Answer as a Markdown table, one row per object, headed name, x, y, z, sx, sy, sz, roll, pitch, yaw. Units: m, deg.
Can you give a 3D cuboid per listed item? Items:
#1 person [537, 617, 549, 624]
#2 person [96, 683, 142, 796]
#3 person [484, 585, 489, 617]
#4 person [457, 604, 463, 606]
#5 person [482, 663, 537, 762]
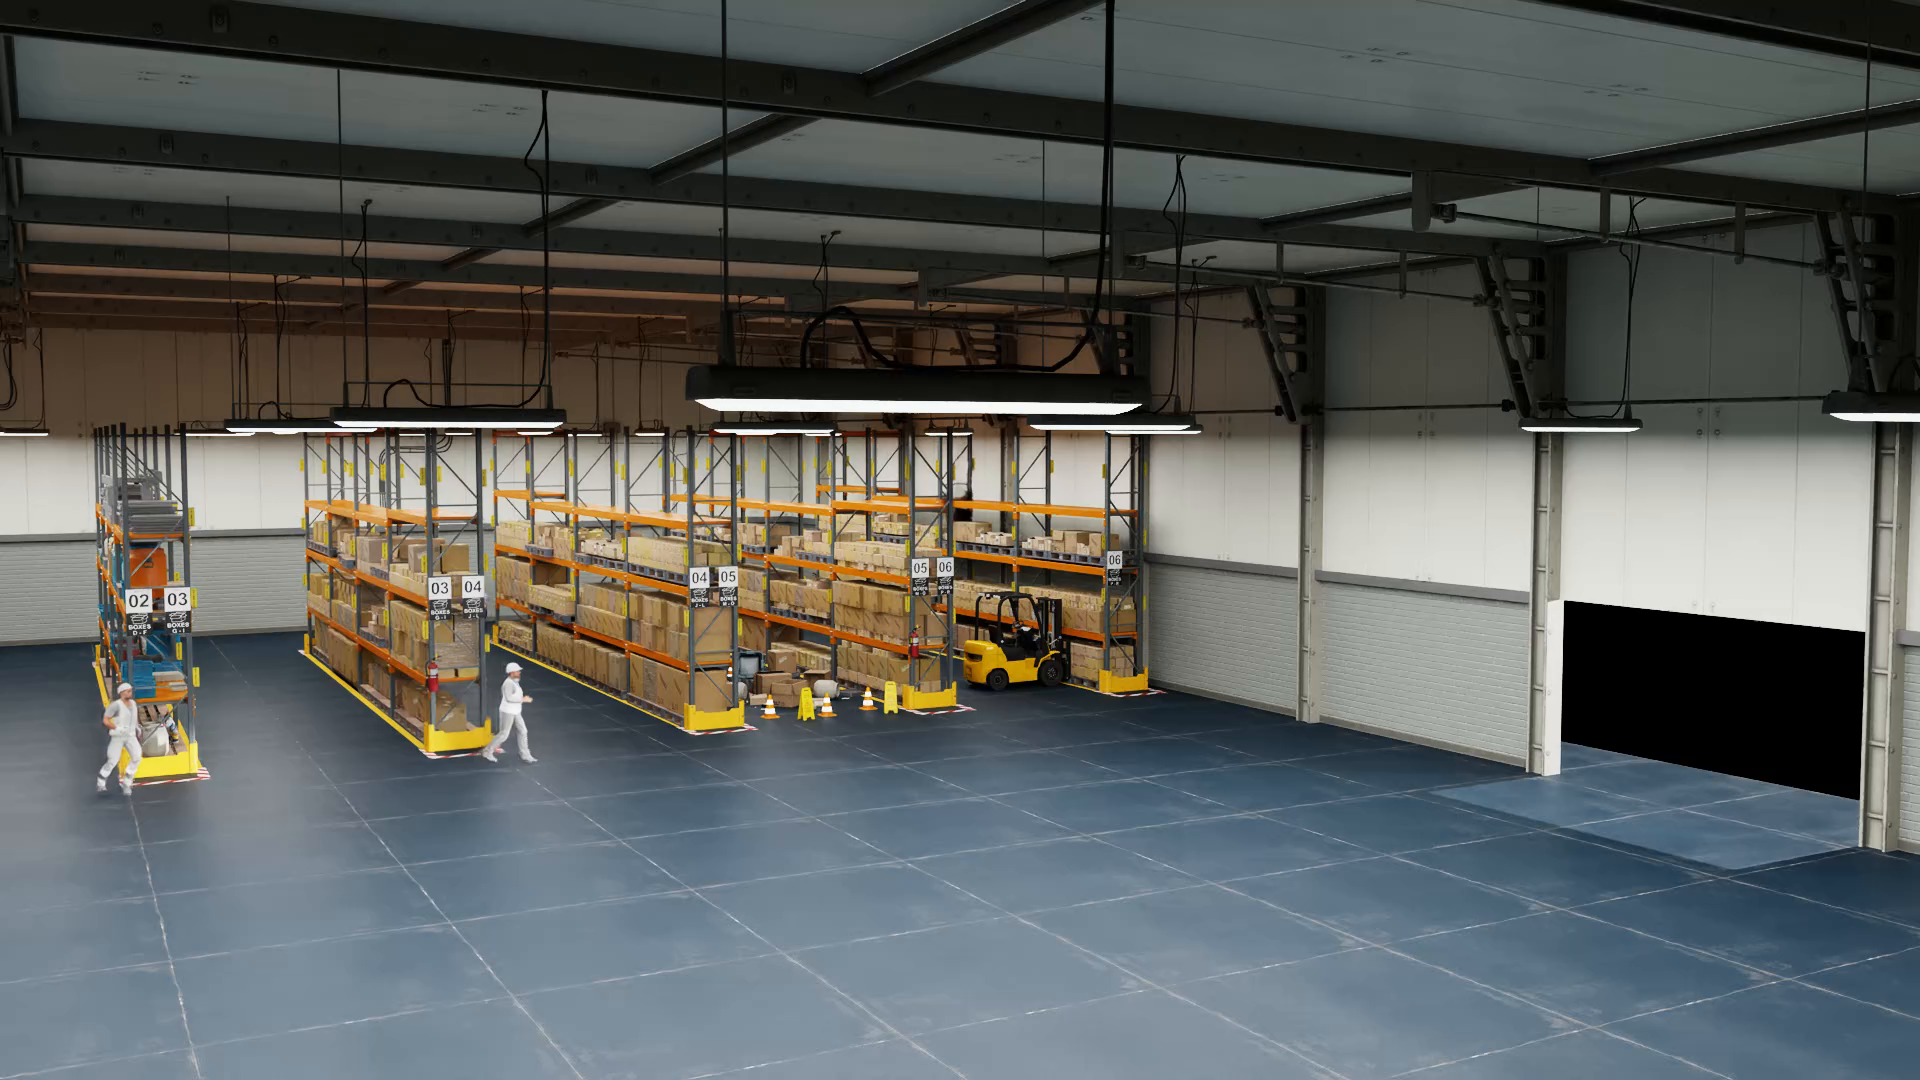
| name | x | y | z | sx | sy | sz | roll | pitch | yaw |
| --- | --- | --- | --- | --- | --- | --- | --- | --- | --- |
| person | -12.209 | 1.990 | 48.438 | 0.502 | 1.674 | 0.601 | 2 | 4 | 30 |
| person | -13.554 | 3.217 | 26.946 | 0.692 | 1.795 | 0.722 | 2 | 4 | 27 |
| person | -13.728 | 2.054 | 47.381 | 0.607 | 1.581 | 0.600 | 2 | 4 | 28 |
| person | -13.932 | 2.087 | 45.771 | 0.711 | 1.756 | 0.696 | -1 | 4 | -21 |
| person | -7.952 | 3.055 | 29.332 | 0.930 | 1.790 | 0.645 | 0 | 3 | -1 |
